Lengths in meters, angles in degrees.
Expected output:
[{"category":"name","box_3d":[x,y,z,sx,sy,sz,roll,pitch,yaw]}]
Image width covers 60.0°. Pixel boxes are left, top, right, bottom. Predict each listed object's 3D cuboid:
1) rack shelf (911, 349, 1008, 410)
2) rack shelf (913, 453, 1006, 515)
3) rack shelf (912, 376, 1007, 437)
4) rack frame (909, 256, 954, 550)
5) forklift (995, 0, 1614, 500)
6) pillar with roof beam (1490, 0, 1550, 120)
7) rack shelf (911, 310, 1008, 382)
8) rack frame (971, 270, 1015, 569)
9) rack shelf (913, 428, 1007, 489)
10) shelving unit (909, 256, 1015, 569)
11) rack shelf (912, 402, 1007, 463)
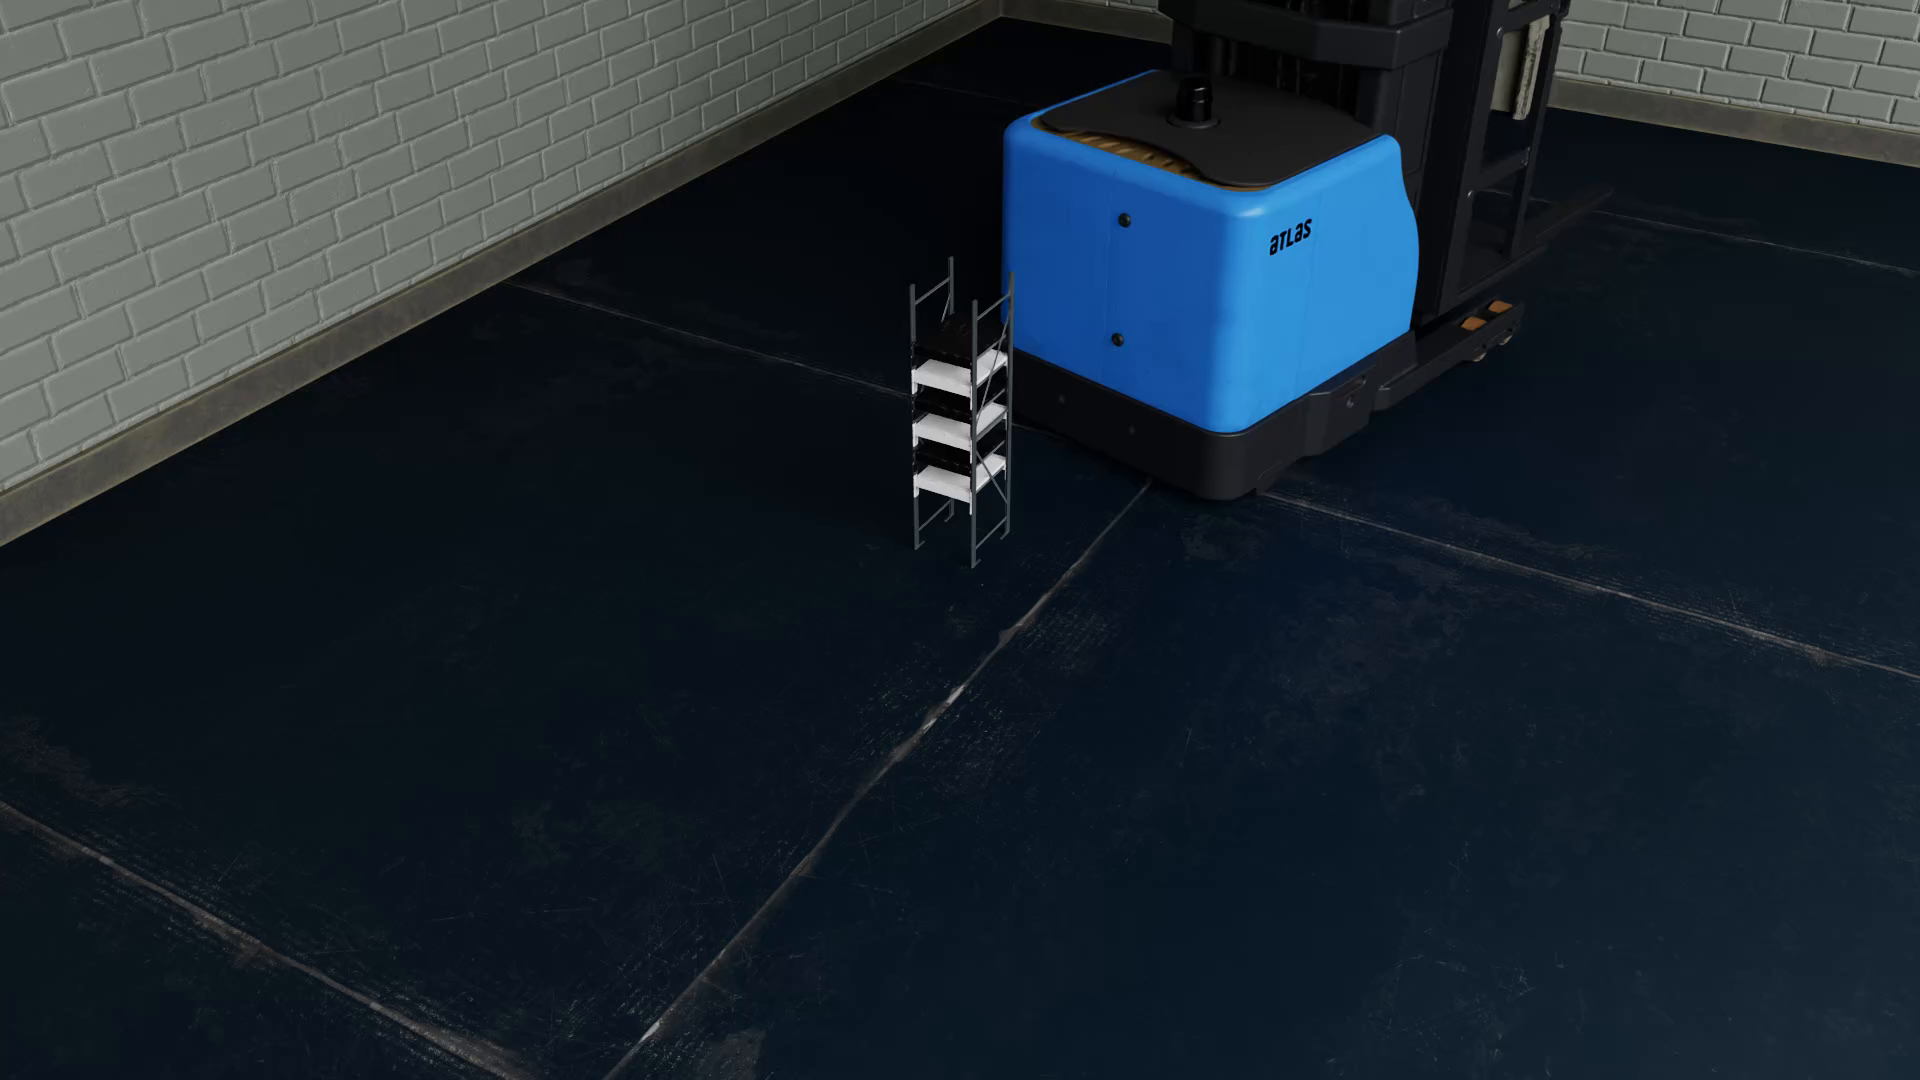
[{"category":"rack shelf","box_3d":[0.007,-0.494,4.916,0.200,0.077,0.258,18,37,24]},{"category":"rack shelf","box_3d":[0.007,-0.195,5.115,0.200,0.077,0.258,18,37,24]},{"category":"rack shelf","box_3d":[0.007,-0.419,4.966,0.200,0.077,0.258,18,37,24]},{"category":"rack frame","box_3d":[-0.081,-0.400,5.039,0.006,0.900,0.240,18,37,24]},{"category":"forklift","box_3d":[1.509,-2.067,5.709,1.130,2.935,3.031,28,43,35]},{"category":"pillar with roof beam","box_3d":[0.630,-3.937,3.043,0.400,9.000,9.100,18,37,24]},{"category":"rack shelf","box_3d":[0.007,-0.569,4.866,0.200,0.077,0.258,18,37,24]},{"category":"rack frame","box_3d":[0.095,-0.344,4.955,0.006,0.900,0.240,18,37,24]},{"category":"rack shelf","box_3d":[0.007,-0.270,5.066,0.200,0.077,0.258,18,37,24]},{"category":"shelving unit","box_3d":[0.007,-0.372,4.997,0.210,0.900,0.258,18,37,24]},{"category":"rack shelf","box_3d":[0.007,-0.345,5.016,0.200,0.077,0.258,18,37,24]}]
